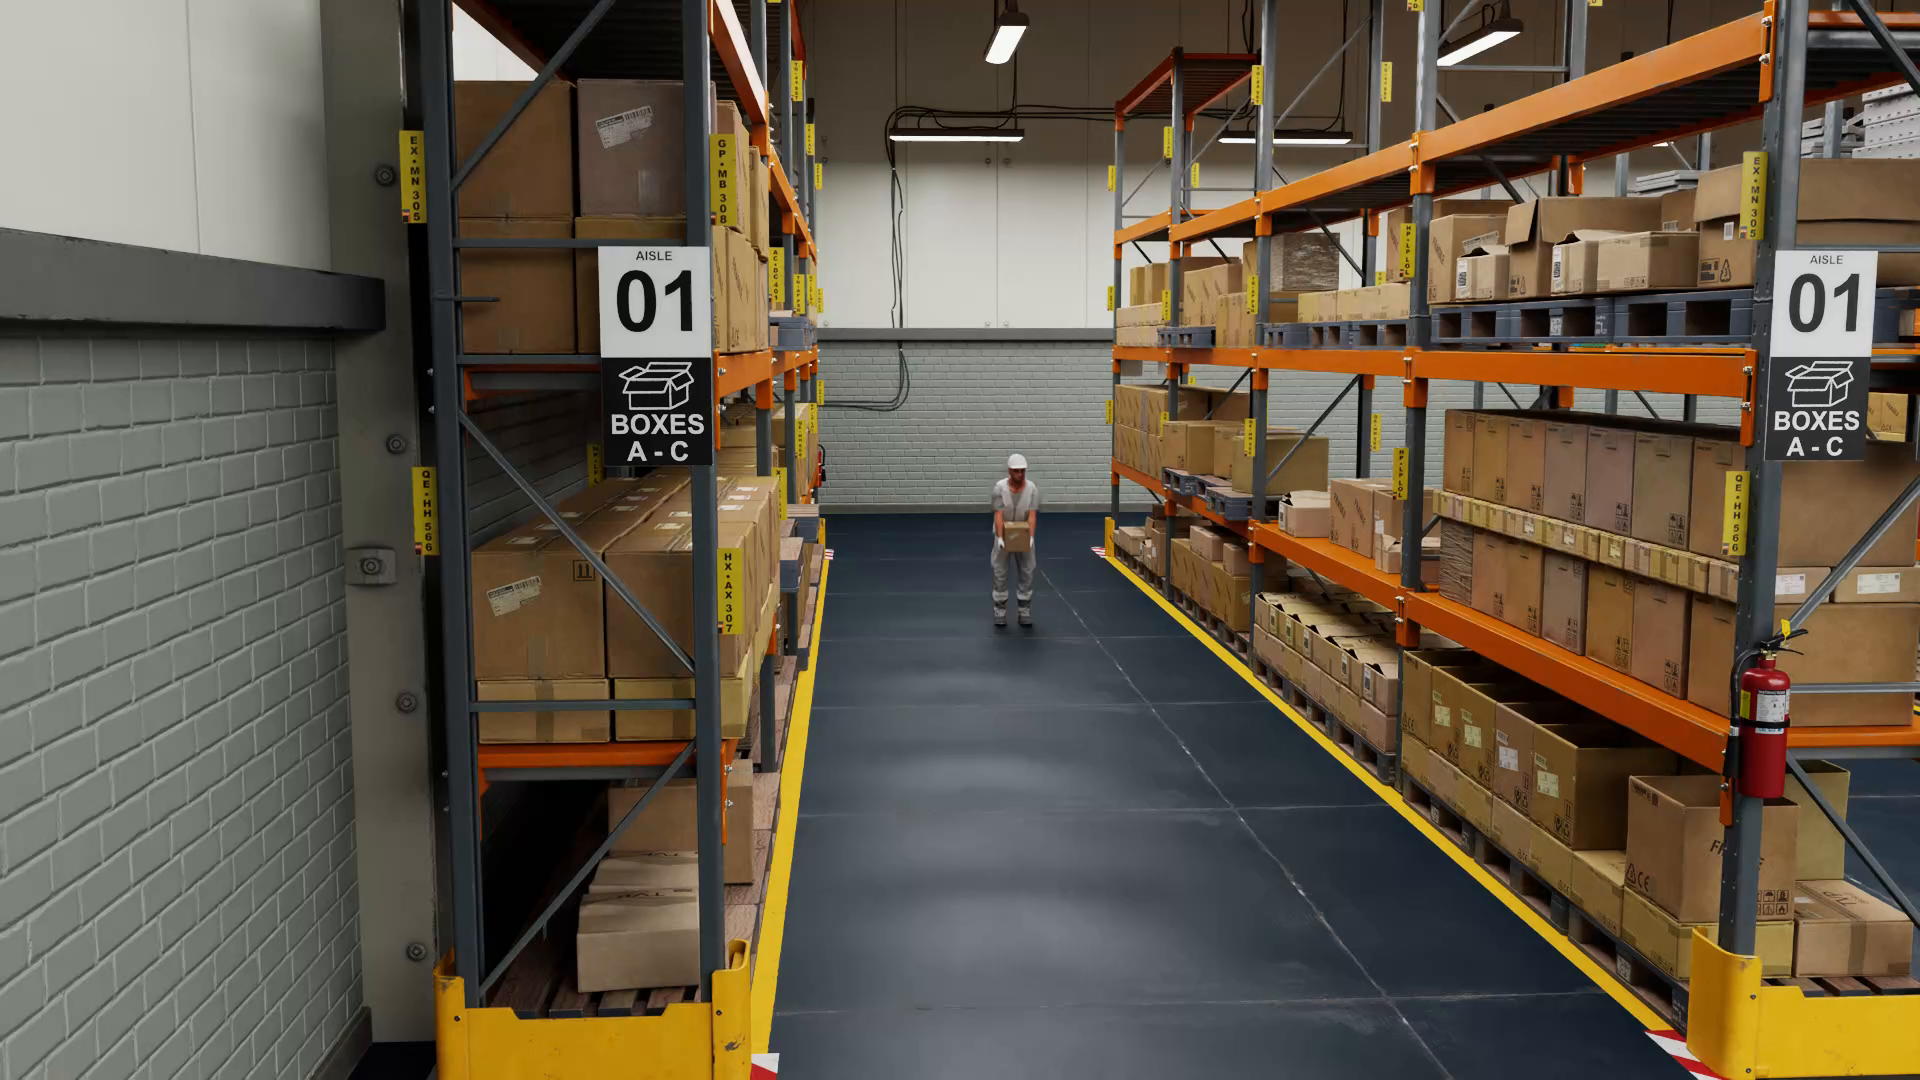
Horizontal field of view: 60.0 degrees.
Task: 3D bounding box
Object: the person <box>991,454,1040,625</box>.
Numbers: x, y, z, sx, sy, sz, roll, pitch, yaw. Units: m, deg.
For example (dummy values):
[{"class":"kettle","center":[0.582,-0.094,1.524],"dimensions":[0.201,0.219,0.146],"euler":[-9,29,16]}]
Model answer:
[{"class":"person","center":[0.561,0.000,16.812],"dimensions":[0.489,1.745,0.592],"euler":[-1,7,-5]}]
